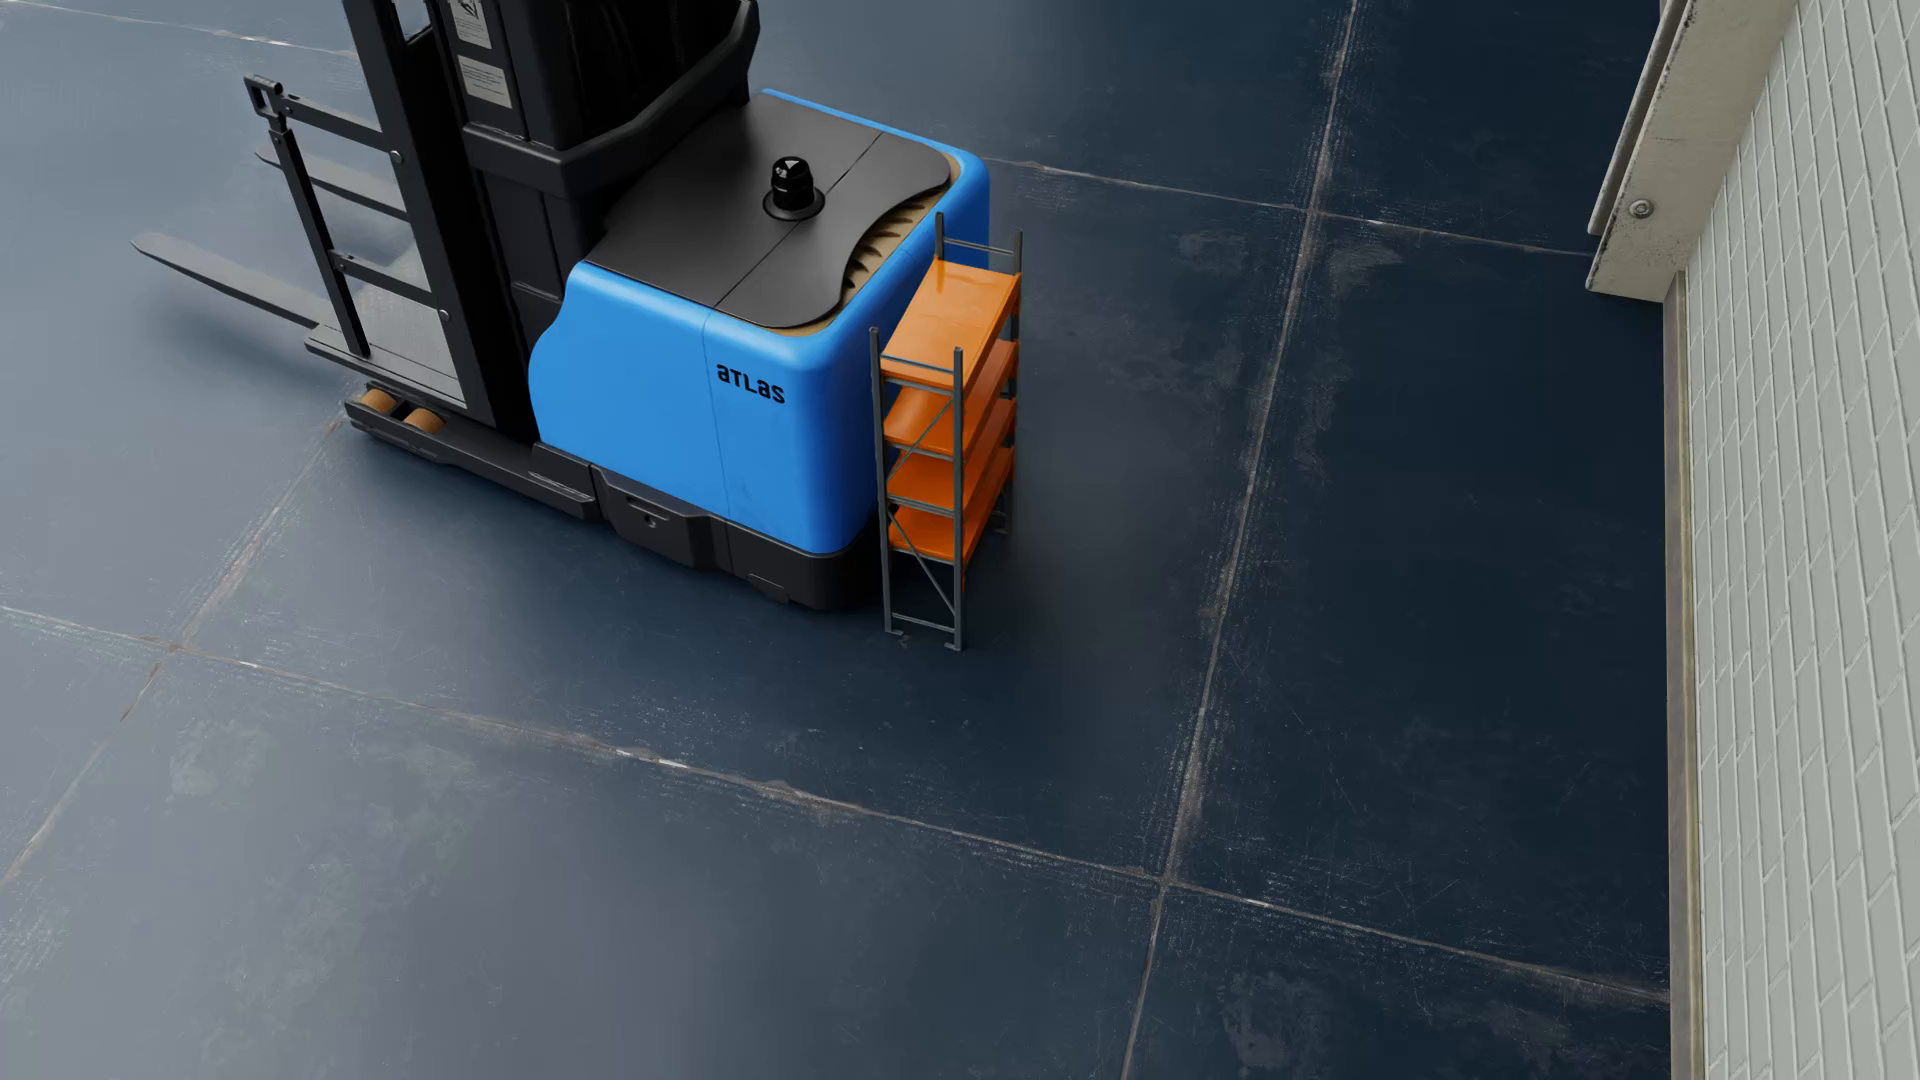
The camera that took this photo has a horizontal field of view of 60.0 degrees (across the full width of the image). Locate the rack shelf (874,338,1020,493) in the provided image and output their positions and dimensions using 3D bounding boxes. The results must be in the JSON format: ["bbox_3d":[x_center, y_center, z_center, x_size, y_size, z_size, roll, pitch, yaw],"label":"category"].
[{"bbox_3d":[-0.029,-0.374,4.571,0.258,0.148,0.480,14,50,12],"label":"rack shelf"}]

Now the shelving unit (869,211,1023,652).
[{"bbox_3d":[-0.029,-0.270,4.688,0.258,1.200,0.503,14,50,12],"label":"shelving unit"}]

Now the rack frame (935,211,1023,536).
[{"bbox_3d":[0.049,-0.444,4.841,0.240,1.200,0.015,14,50,12],"label":"rack frame"}]

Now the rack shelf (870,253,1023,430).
[{"bbox_3d":[-0.029,-0.530,4.394,0.258,0.148,0.480,14,50,12],"label":"rack shelf"}]

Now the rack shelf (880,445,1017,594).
[{"bbox_3d":[-0.029,-0.094,4.888,0.258,0.148,0.480,14,50,12],"label":"rack shelf"}]

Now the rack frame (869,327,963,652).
[{"bbox_3d":[-0.108,-0.097,4.536,0.240,1.200,0.015,14,50,12],"label":"rack frame"}]

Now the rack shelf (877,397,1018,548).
[{"bbox_3d":[-0.029,-0.226,4.739,0.258,0.148,0.480,14,50,12],"label":"rack shelf"}]

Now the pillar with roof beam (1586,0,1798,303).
[{"bbox_3d":[-1.674,-4.851,3.529,9.100,9.000,0.400,12,50,10],"label":"pillar with roof beam"}]

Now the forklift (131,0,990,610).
[{"bbox_3d":[-1.444,-1.565,4.676,3.031,2.935,1.130,22,52,18],"label":"forklift"}]
